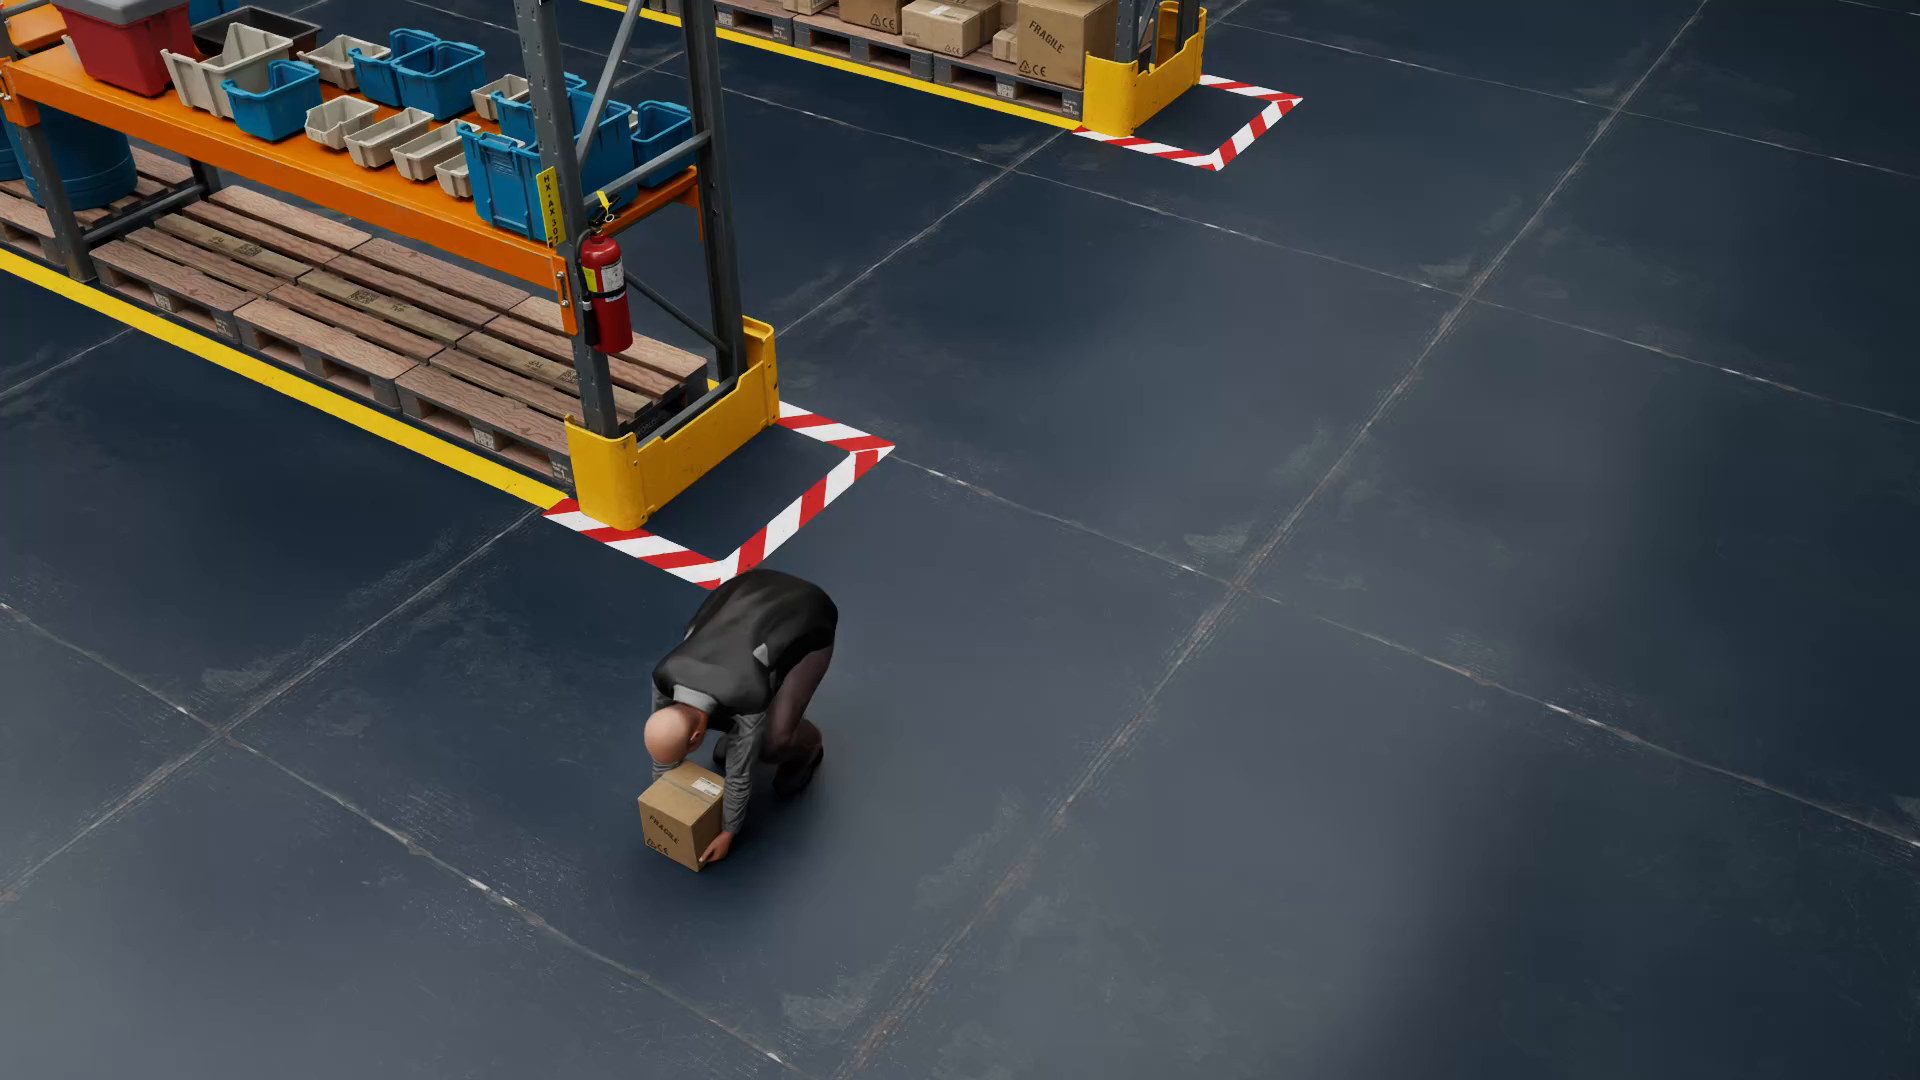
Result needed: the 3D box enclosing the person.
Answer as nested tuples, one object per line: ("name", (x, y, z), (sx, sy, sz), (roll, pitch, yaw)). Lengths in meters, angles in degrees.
("person", (-0.819, 0.617, 6.123), (0.514, 0.848, 0.953), (20, 42, 24))
